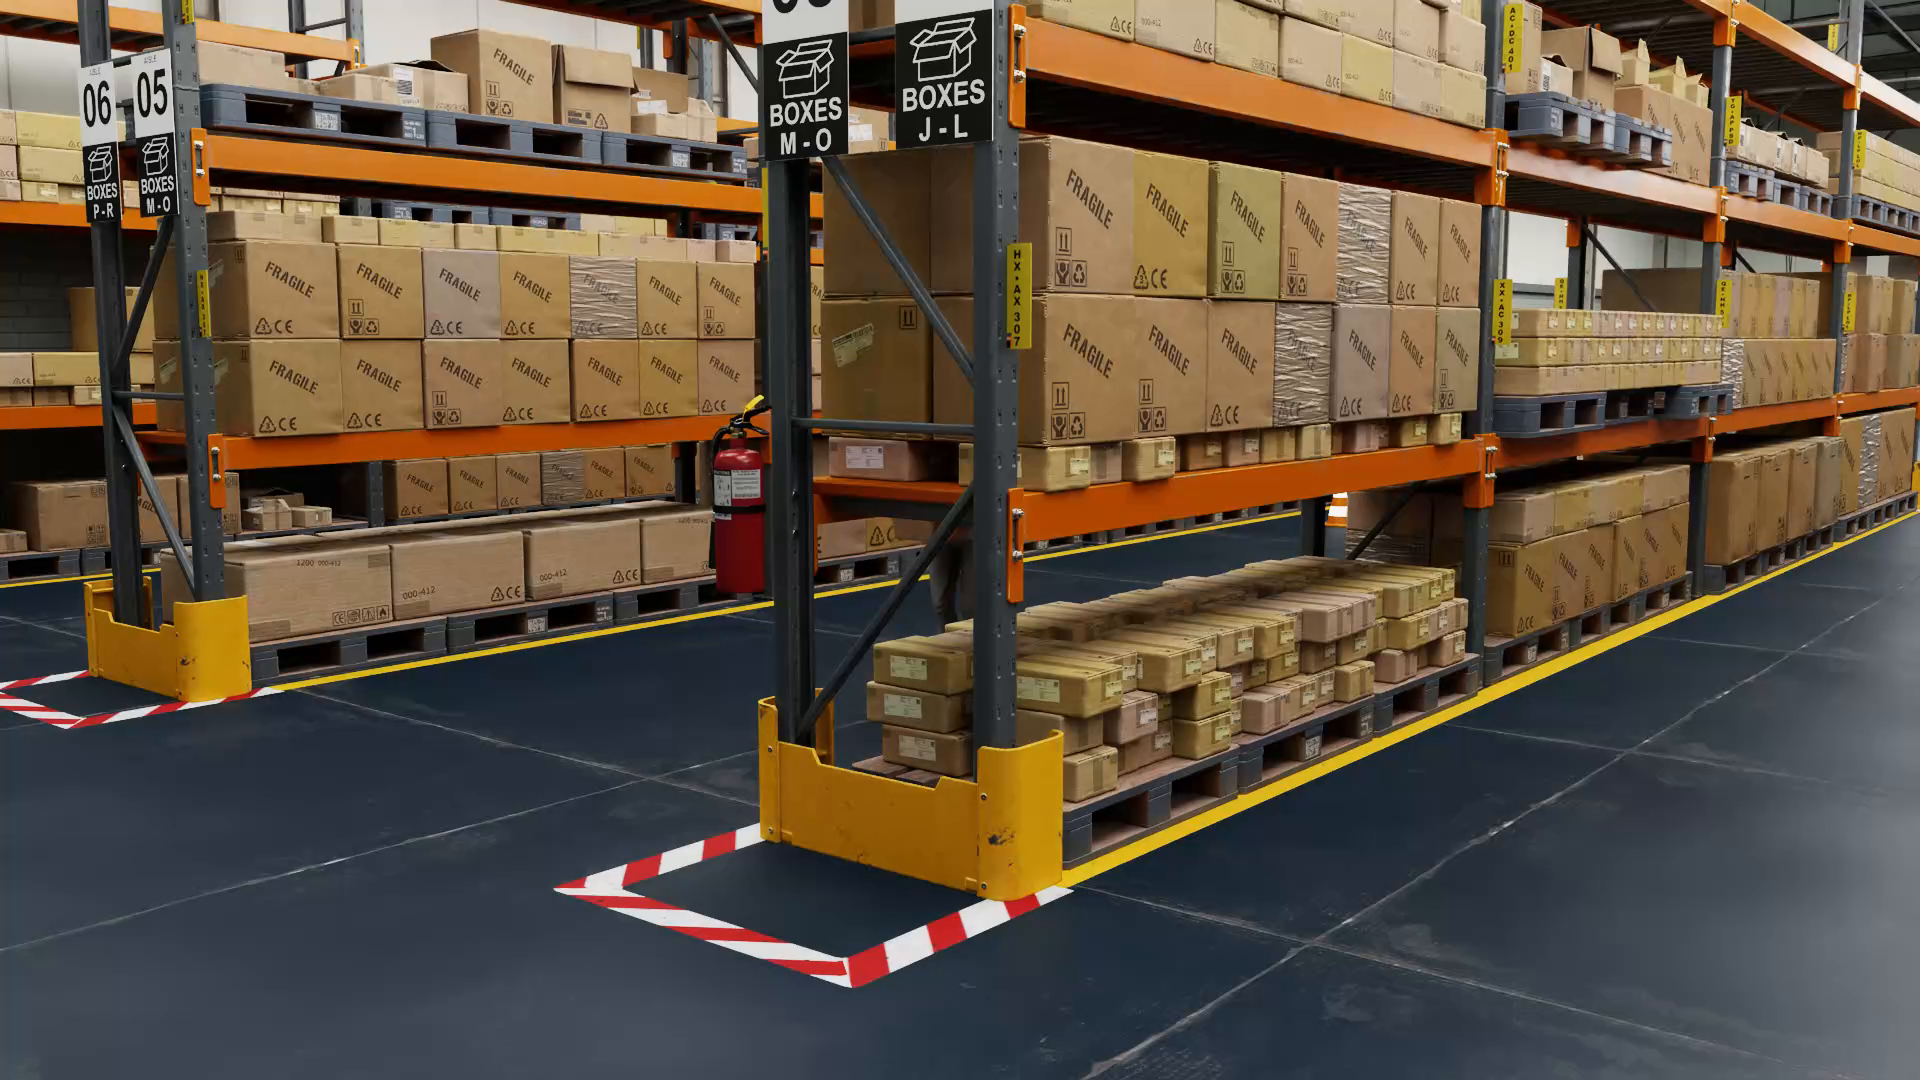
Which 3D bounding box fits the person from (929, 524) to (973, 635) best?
[{"bbox_3d":[-0.040,0.014,8.273,0.407,1.588,0.497,5,9,38],"label":"person"}]
